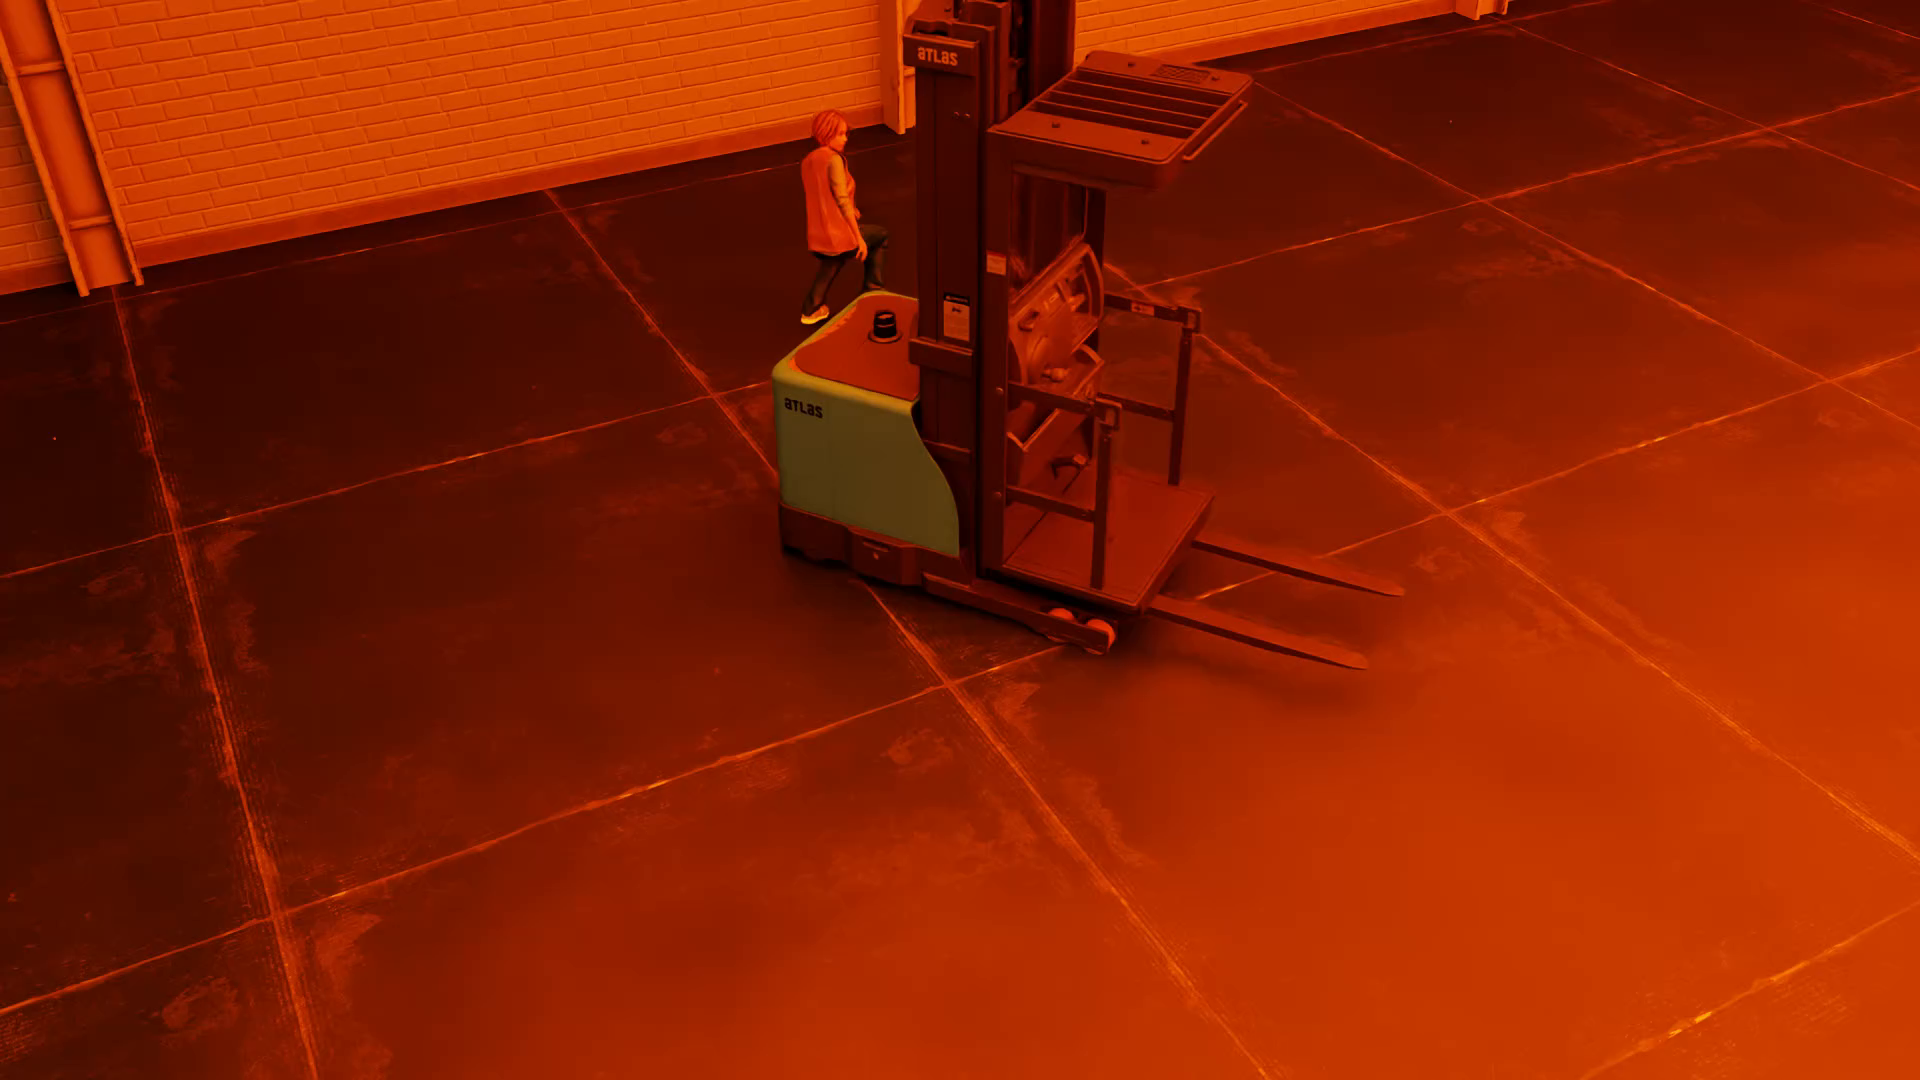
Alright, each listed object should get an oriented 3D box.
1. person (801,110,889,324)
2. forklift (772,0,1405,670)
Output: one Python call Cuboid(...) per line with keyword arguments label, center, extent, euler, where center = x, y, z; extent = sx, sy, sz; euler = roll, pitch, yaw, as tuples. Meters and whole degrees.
Cuboid(label="person", center=(-0.683, -1.938, 10.169), extent=(0.649, 1.356, 0.641), euler=(22, 41, 28))
Cuboid(label="forklift", center=(0.628, -1.005, 7.545), extent=(3.031, 2.935, 1.130), euler=(16, 38, 22))
